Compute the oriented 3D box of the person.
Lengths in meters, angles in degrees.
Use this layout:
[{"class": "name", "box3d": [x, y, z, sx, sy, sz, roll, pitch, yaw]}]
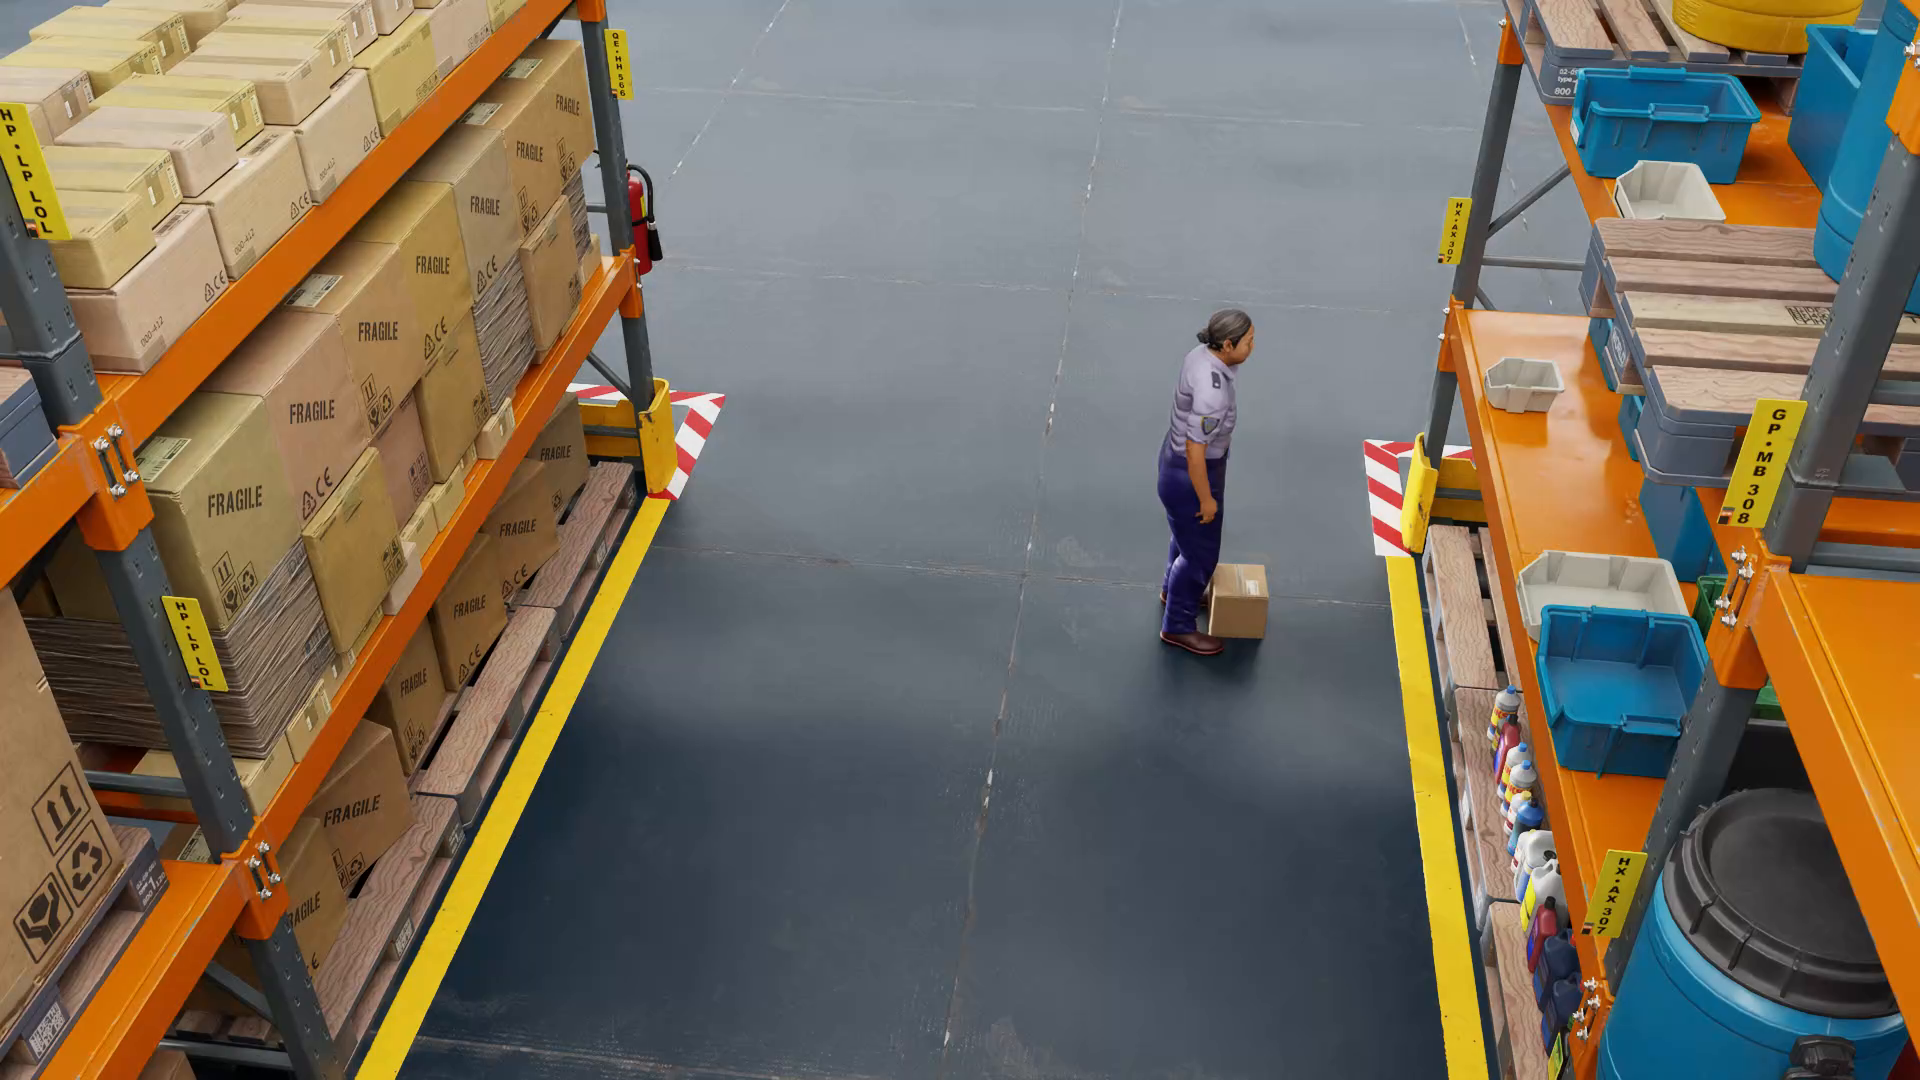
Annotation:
[{"class": "person", "box3d": [1.070, -0.291, 7.440, 0.367, 1.652, 0.543, 4, 37, 6]}]
